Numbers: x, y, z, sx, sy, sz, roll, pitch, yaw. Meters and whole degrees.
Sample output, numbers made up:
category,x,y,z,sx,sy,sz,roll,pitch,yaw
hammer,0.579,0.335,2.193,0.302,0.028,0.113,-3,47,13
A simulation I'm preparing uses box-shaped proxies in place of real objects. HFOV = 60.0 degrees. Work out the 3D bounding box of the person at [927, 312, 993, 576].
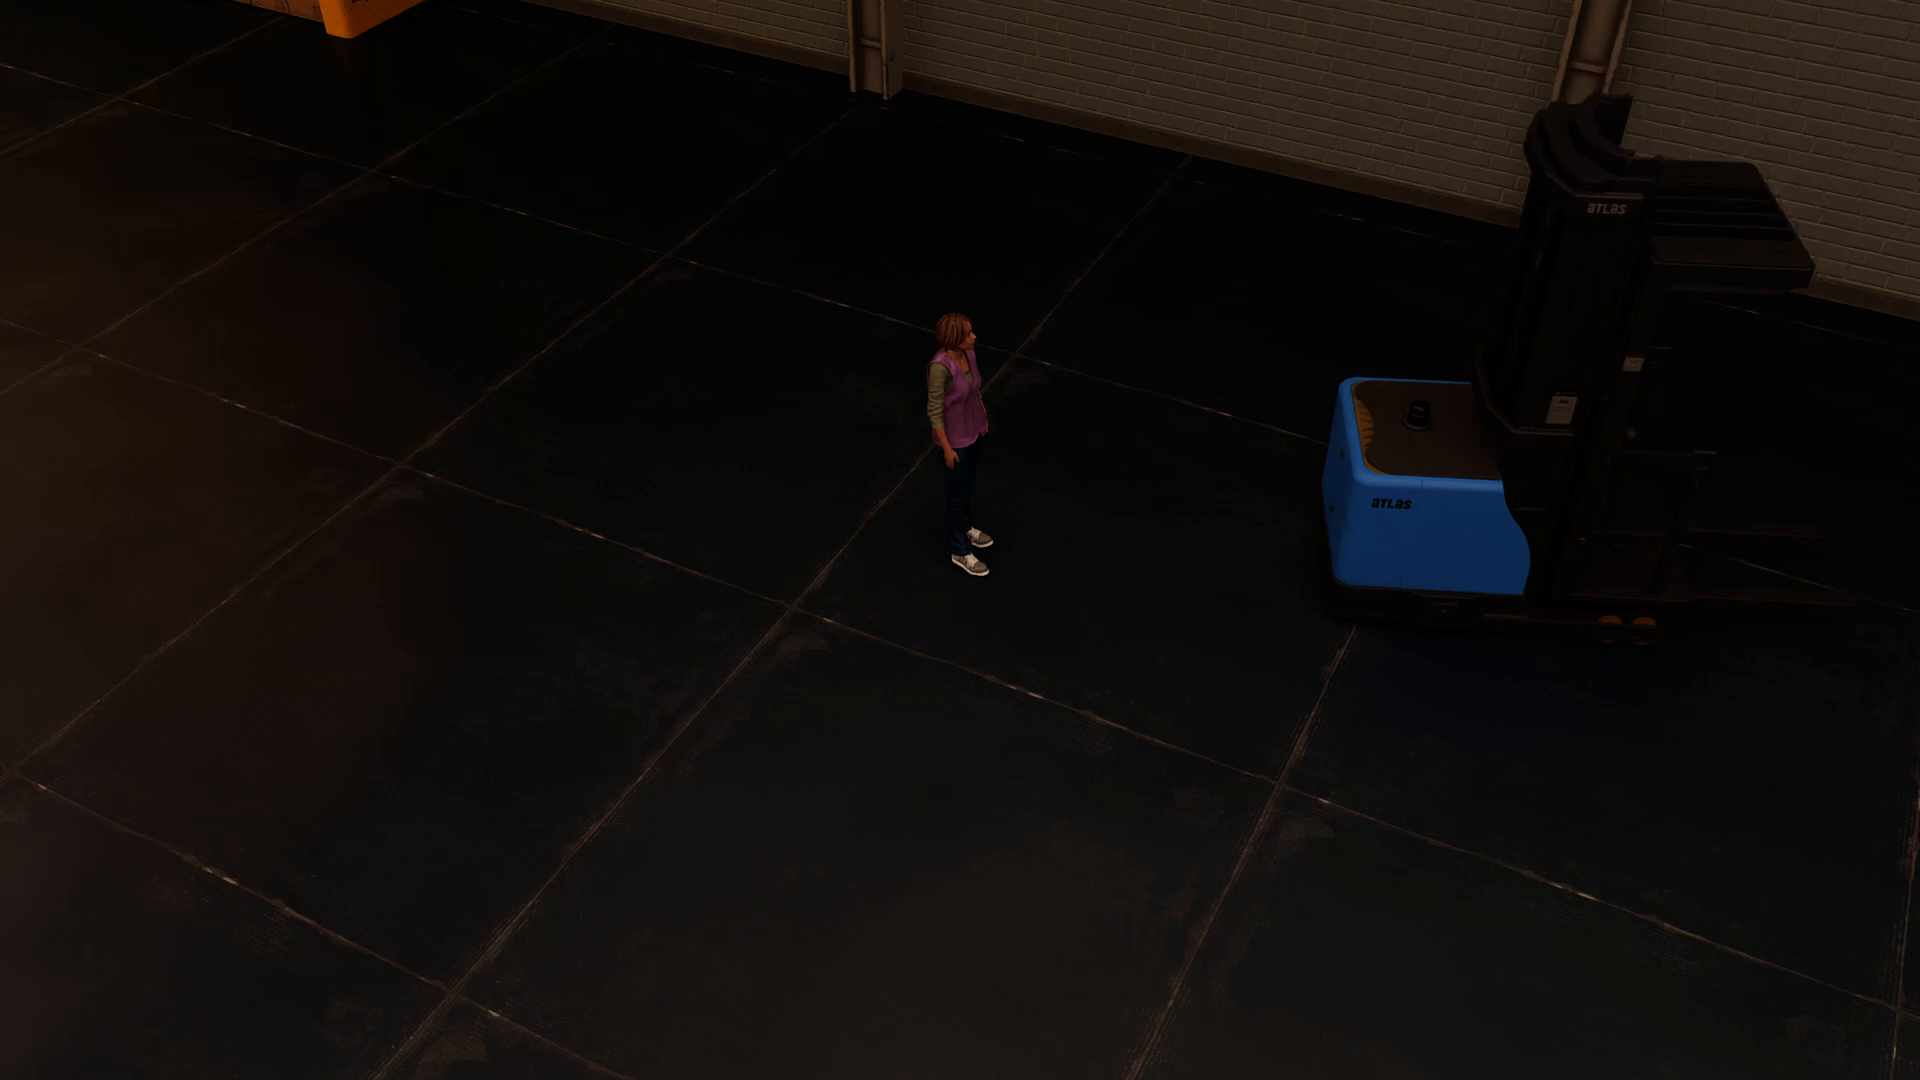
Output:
category,x,y,z,sx,sy,sz,roll,pitch,yaw
person,0.060,-0.586,9.707,0.473,1.599,0.521,18,43,21

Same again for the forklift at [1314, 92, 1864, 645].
category,x,y,z,sx,sy,sz,roll,pitch,yaw
forklift,3.677,-0.876,9.027,3.031,2.935,1.130,3,40,4
